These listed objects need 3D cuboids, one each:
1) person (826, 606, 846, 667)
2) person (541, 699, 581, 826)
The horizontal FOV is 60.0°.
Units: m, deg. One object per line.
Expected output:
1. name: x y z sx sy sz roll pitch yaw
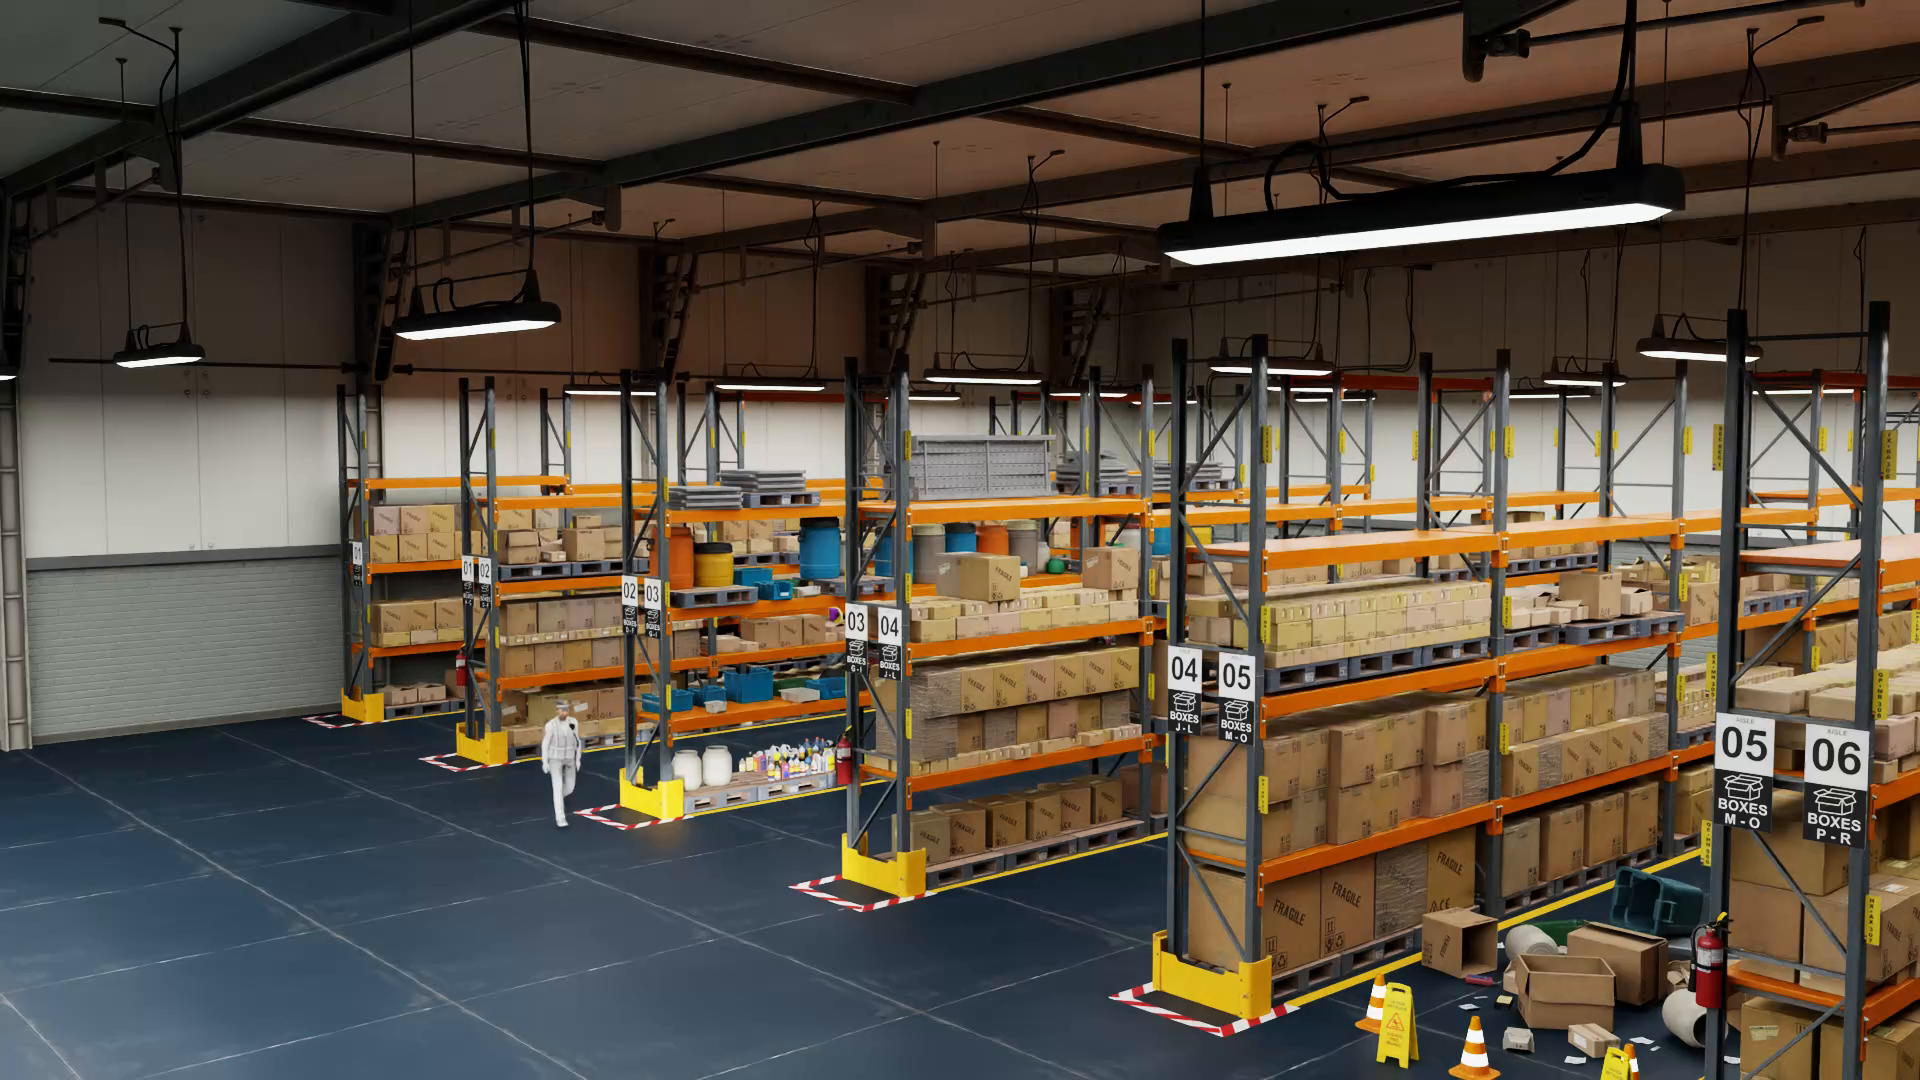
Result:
1. person: -2.619 1.968 35.085 0.513 1.749 0.574 -2 4 -23
2. person: -5.262 2.893 21.958 0.514 1.634 0.883 -3 5 -35
